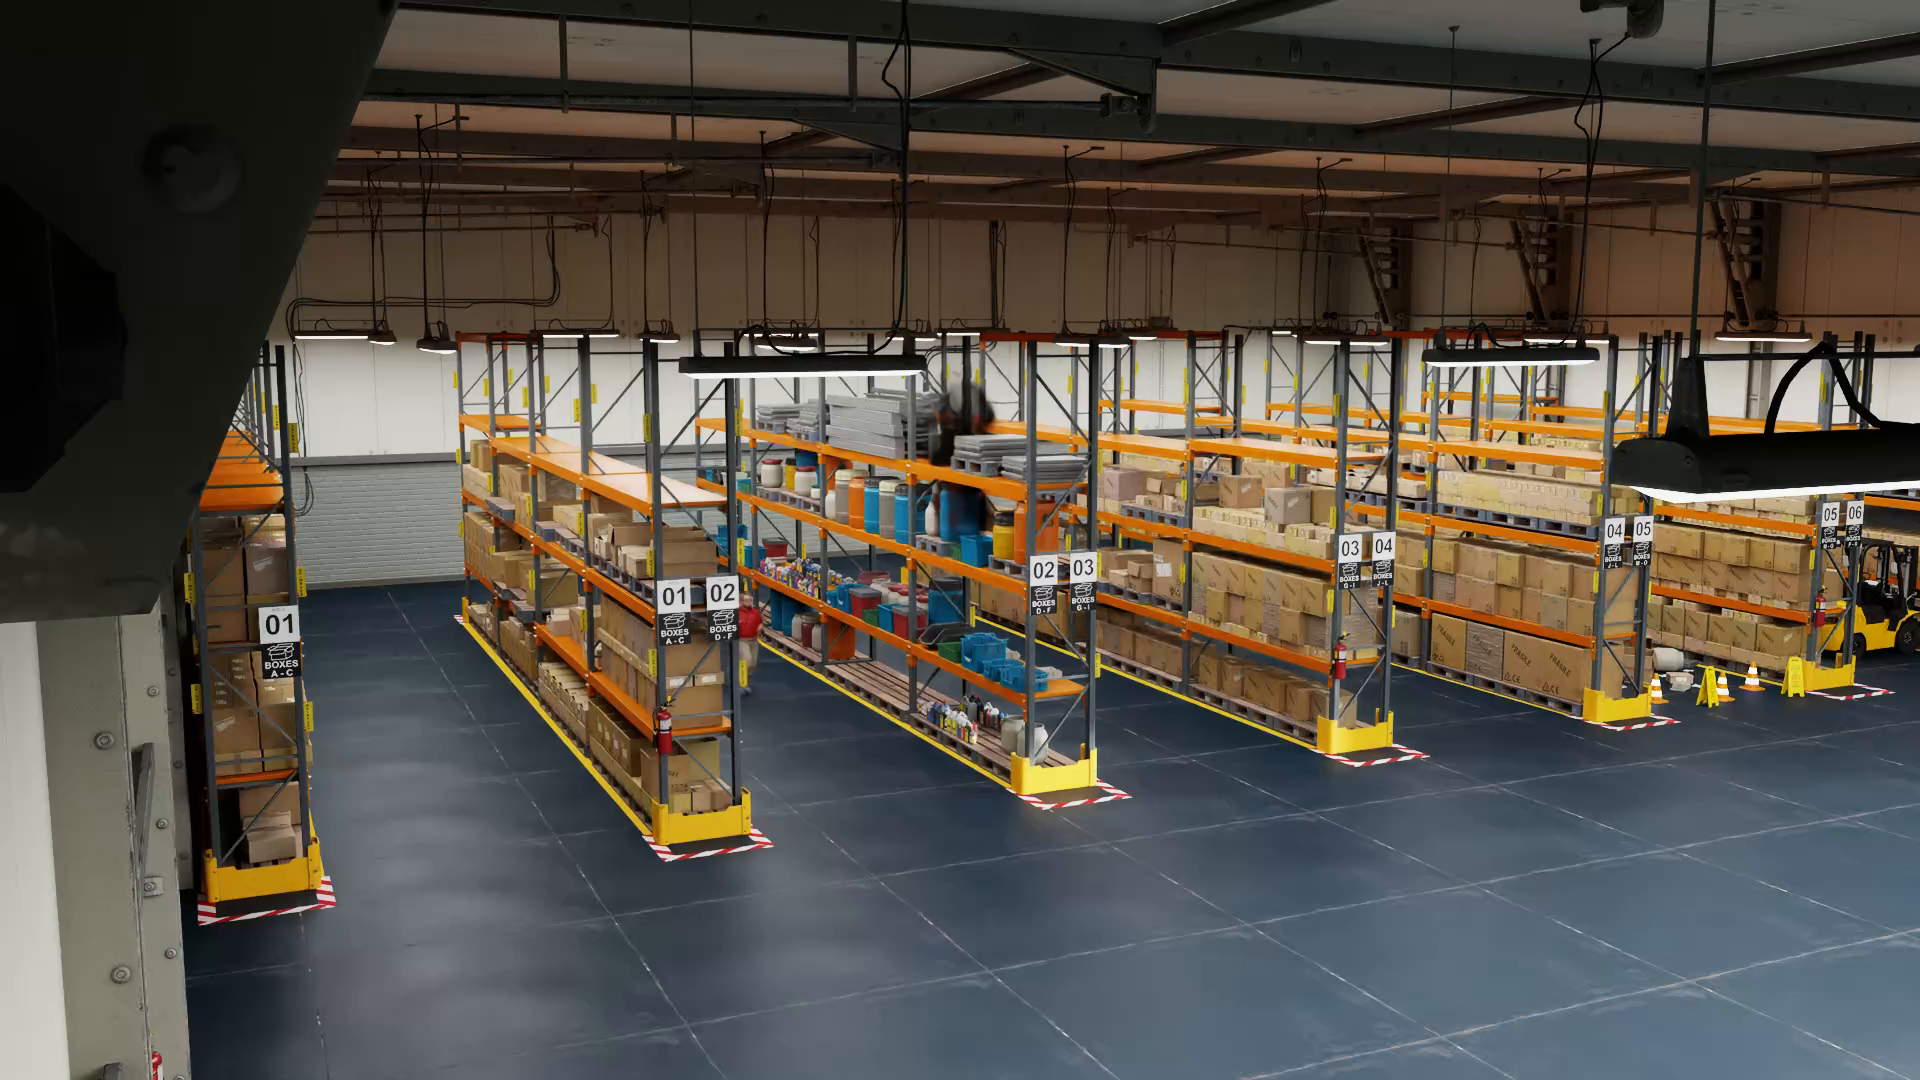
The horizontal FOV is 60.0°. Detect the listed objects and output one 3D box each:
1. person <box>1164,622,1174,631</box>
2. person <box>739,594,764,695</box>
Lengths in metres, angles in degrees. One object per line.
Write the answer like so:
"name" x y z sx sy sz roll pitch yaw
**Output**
"person" 4.138 1.122 32.621 0.613 1.646 0.559 -5 9 -30
"person" -3.548 1.749 27.769 0.642 1.706 0.666 -6 10 -37
